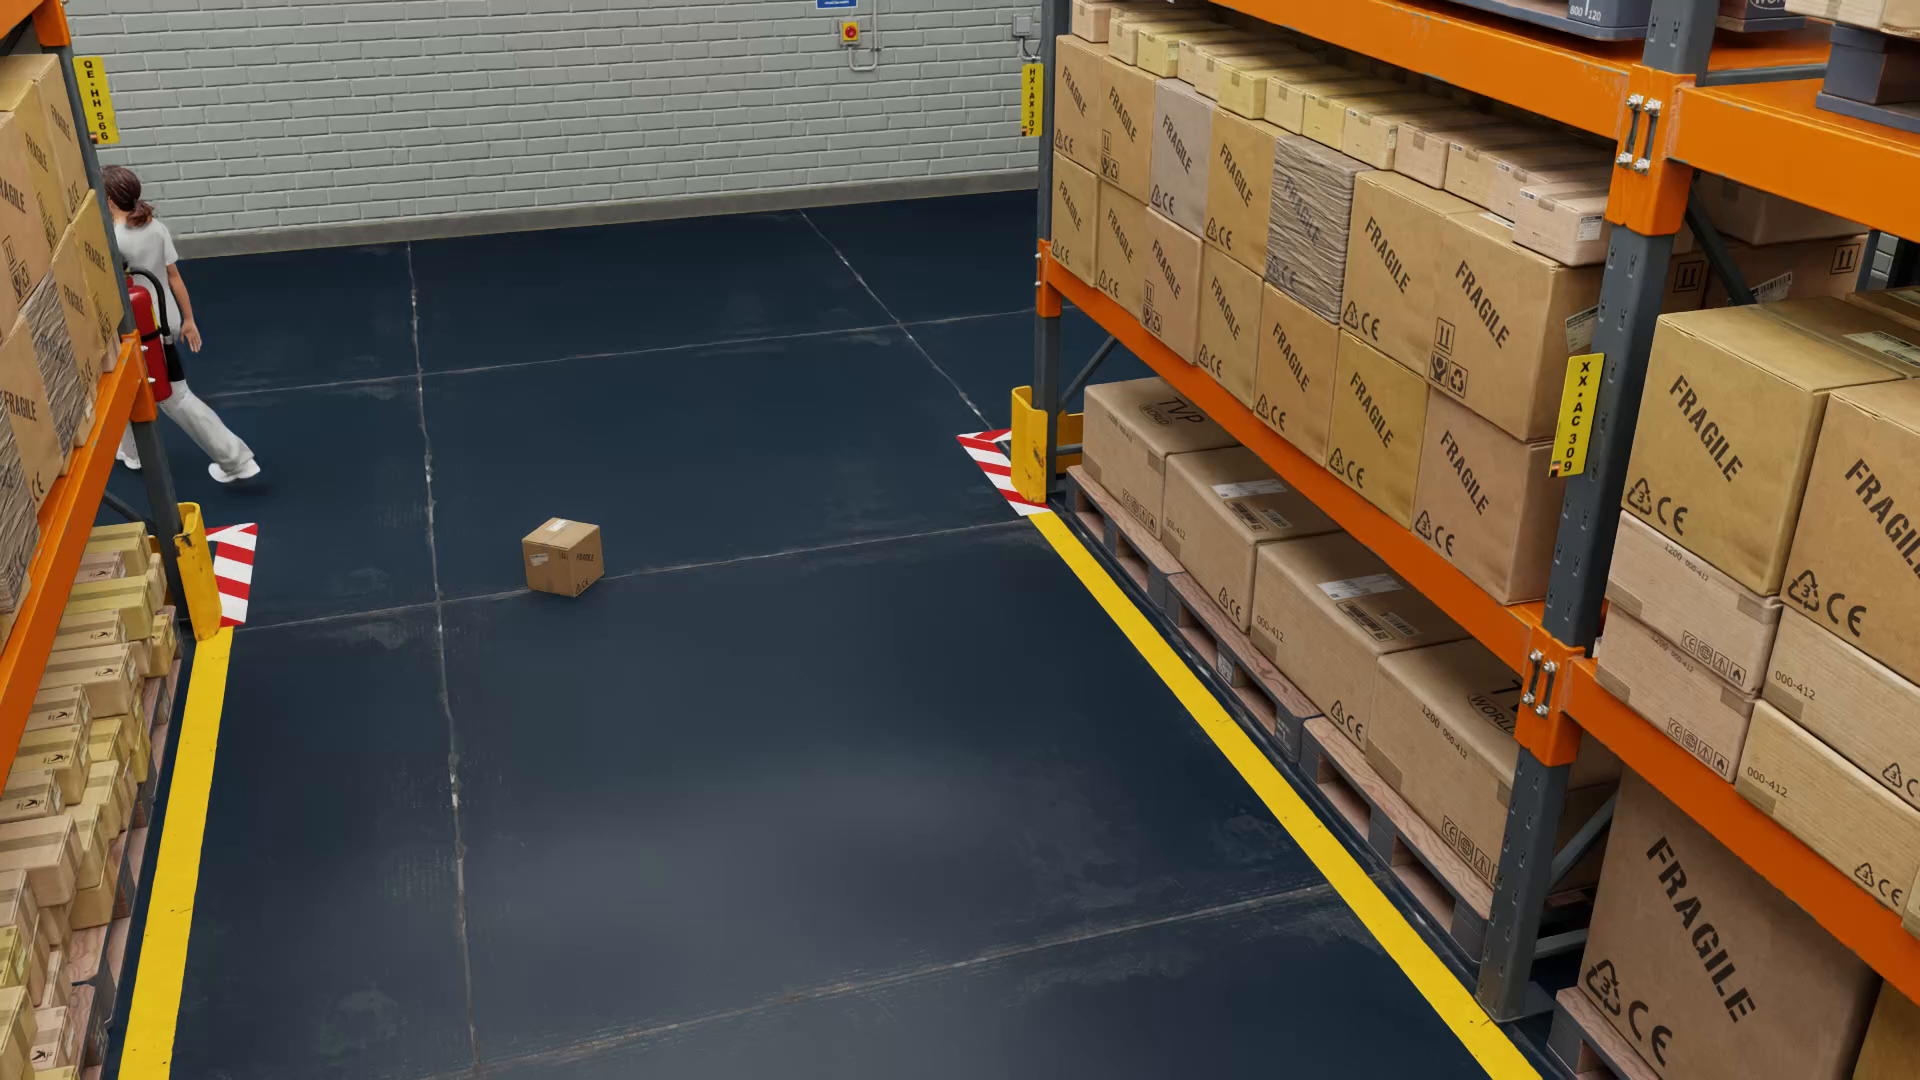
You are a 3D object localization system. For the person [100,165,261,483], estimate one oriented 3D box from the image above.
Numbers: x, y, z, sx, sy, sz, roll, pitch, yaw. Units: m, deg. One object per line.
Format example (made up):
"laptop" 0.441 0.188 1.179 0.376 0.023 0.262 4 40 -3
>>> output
"person" -4.051 -1.038 8.211 1.055 1.614 0.459 7 27 14
